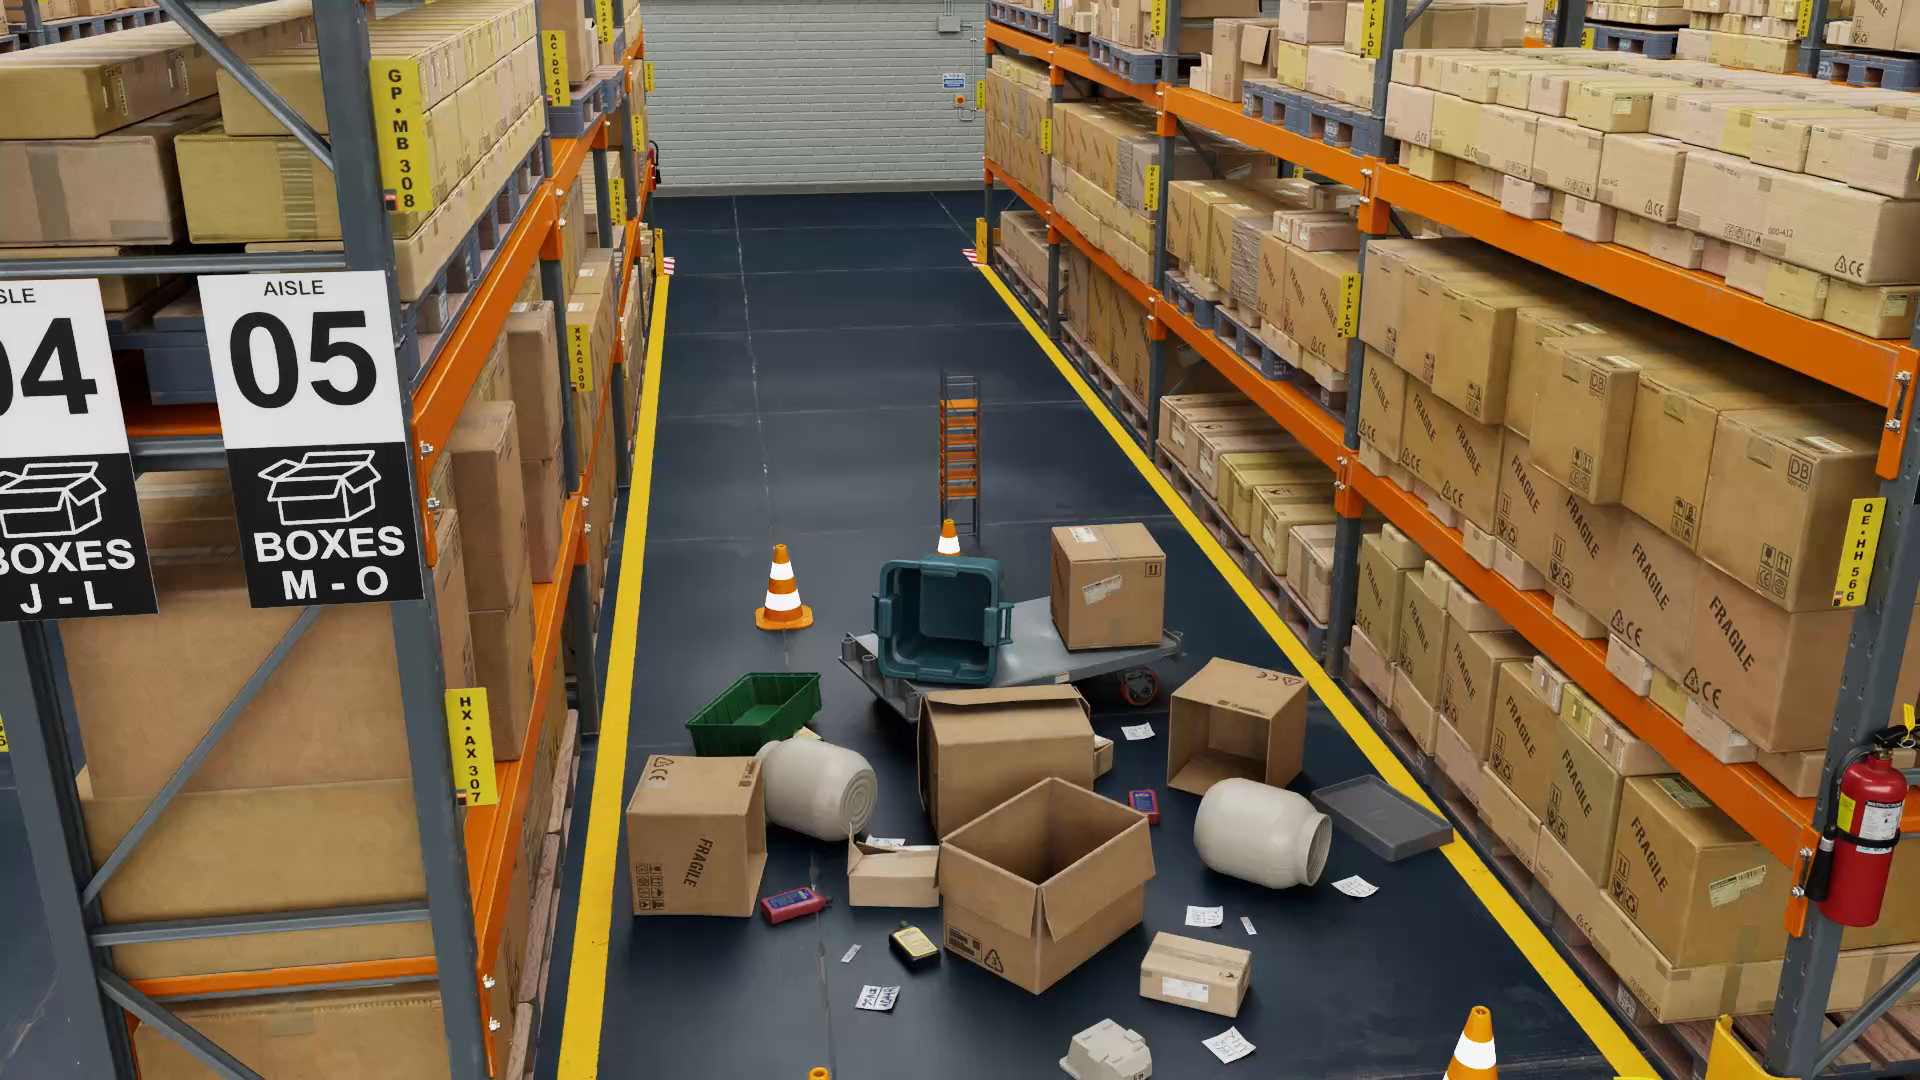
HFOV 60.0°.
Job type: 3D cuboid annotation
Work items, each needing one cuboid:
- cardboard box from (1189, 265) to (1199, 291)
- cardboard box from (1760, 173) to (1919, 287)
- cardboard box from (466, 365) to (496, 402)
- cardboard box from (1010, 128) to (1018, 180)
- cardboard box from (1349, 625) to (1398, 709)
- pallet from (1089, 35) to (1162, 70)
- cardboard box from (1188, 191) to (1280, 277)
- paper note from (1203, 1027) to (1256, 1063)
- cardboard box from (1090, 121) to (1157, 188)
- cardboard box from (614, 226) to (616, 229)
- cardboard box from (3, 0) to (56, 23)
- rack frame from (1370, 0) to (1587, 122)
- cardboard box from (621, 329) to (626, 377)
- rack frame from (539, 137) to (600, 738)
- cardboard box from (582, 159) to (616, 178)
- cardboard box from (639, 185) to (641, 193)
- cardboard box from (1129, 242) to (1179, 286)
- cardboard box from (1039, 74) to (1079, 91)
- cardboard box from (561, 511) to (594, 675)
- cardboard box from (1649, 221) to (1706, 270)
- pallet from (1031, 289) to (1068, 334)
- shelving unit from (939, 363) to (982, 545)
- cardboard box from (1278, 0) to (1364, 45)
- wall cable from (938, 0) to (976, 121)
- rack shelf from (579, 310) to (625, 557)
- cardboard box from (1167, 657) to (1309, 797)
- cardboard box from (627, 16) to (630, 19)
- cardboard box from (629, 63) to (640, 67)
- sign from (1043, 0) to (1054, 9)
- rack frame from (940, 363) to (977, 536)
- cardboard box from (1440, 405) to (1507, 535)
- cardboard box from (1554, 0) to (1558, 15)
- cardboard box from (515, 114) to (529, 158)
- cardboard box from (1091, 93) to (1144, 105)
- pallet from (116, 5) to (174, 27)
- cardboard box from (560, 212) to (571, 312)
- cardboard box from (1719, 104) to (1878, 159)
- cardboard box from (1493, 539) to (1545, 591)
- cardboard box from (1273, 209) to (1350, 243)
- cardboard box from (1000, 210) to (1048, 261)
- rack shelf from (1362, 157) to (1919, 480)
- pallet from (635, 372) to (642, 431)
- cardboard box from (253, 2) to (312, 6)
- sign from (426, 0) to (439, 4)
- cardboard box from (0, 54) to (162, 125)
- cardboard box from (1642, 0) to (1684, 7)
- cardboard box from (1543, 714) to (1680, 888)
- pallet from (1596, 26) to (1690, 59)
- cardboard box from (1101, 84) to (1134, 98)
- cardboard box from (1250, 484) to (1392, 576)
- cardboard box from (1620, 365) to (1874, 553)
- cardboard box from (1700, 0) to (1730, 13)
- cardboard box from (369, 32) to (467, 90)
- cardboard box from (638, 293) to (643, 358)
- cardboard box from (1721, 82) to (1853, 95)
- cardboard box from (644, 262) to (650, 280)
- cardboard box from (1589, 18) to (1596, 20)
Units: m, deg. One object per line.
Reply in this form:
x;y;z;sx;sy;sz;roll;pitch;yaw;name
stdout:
1.817;-1.824;11.572;0.380;0.149;0.250;-4;21;-11;cardboard box
2.766;-0.932;4.926;0.500;0.250;0.500;-3;21;-8;cardboard box
-2.115;-0.279;5.919;0.875;0.550;0.500;-3;21;-8;cardboard box
0.829;-4.177;17.969;0.500;0.500;0.500;-2;21;-6;cardboard box
2.347;0.630;8.571;0.500;0.250;0.500;-4;21;-10;cardboard box
1.643;-3.988;13.589;1.003;0.211;1.213;-2;21;-5;pallet
1.871;-2.099;11.381;0.500;0.500;0.500;-2;21;-5;cardboard box
1.000;1.870;6.166;0.148;0.019;0.142;-11;23;-26;paper note
1.406;-3.270;14.112;0.500;0.500;0.500;-3;21;-9;cardboard box
-3.064;-2.665;13.823;0.380;0.149;0.250;-2;21;-5;cardboard box
-8.603;-4.912;14.909;0.700;0.500;0.500;-4;21;-11;cardboard box
2.529;-3.489;7.697;1.000;3.000;0.127;-3;21;-8;rack frame
-2.791;-1.407;12.597;0.500;0.250;0.500;-4;21;-10;cardboard box
-2.354;-0.394;7.985;1.000;3.000;0.127;-3;21;-8;rack frame
-3.182;-3.210;14.433;0.380;0.149;0.250;-4;21;-9;cardboard box
-3.463;-3.615;16.966;0.380;0.149;0.250;-2;21;-5;cardboard box
1.623;-2.156;12.915;0.500;0.250;0.500;-4;21;-10;cardboard box
1.006;-4.629;16.823;0.380;0.149;0.250;-3;21;-8;cardboard box
-2.533;0.252;8.868;1.050;0.750;0.750;-3;21;-8;cardboard box
2.651;-1.044;5.796;0.380;0.149;0.250;-3;21;-8;cardboard box
1.344;-2.410;17.366;1.003;0.211;1.213;-3;21;-8;pallet
0.002;-0.557;10.993;0.258;1.200;0.189;-3;21;-8;shelving unit
2.151;-2.991;9.550;0.500;0.250;0.500;-3;21;-7;cardboard box
-0.036;-7.275;24.912;0.585;1.953;0.123;-3;21;-8;wall cable
-2.643;-0.750;9.965;1.077;0.370;4.000;-3;21;-8;rack shelf
1.337;0.930;8.007;0.500;0.500;0.500;12;24;29;cardboard box
-3.394;-4.846;15.830;0.500;0.250;0.500;-3;21;-9;cardboard box
-3.699;-4.882;18.004;0.500;0.500;0.500;-4;21;-10;cardboard box
0.827;-5.105;15.457;0.100;0.325;0.005;-3;21;-8;sign
-0.011;-0.589;11.078;0.240;1.200;0.006;-3;21;-8;rack frame
2.472;-0.352;7.302;0.500;0.500;0.500;-3;21;-8;cardboard box
5.937;-5.108;15.934;0.380;0.149;0.250;-3;21;-7;cardboard box
-1.873;-1.550;6.408;0.380;0.149;0.250;-3;21;-8;cardboard box
1.547;-4.141;16.445;0.500;0.500;0.500;-3;21;-7;cardboard box
-8.890;-5.441;17.337;1.003;0.211;1.213;-3;21;-8;pallet
-2.652;-1.609;9.665;0.700;0.500;0.500;-3;21;-8;cardboard box
2.725;-1.326;5.413;0.380;0.149;0.250;-3;21;-7;cardboard box
2.497;0.093;7.039;0.380;0.149;0.250;-3;21;-8;cardboard box
2.064;-1.846;9.776;0.380;0.149;0.250;-4;21;-10;cardboard box
0.994;-3.607;19.647;0.875;0.438;0.875;-4;21;-10;cardboard box
2.818;-1.055;6.494;1.077;0.370;4.000;-3;21;-8;rack shelf
-3.215;-1.165;14.034;1.003;0.211;1.213;-3;21;-8;pallet
-2.600;-2.067;6.653;0.380;0.149;0.250;-3;21;-8;cardboard box
-3.468;-3.400;11.006;0.100;0.325;0.005;-3;21;-8;sign
-2.197;-1.100;4.063;0.380;0.149;0.250;-3;21;-7;cardboard box
6.177;-4.715;14.457;0.380;0.149;0.250;-3;21;-7;cardboard box
2.654;1.001;6.506;0.500;0.500;0.500;-2;21;-6;cardboard box
6.465;-4.429;14.770;1.213;0.211;1.003;-3;21;-8;pallet
1.587;-4.390;16.185;0.380;0.149;0.250;-3;21;-9;cardboard box
2.344;-0.075;10.285;0.950;0.372;0.625;-2;21;-4;cardboard box
2.751;-0.290;5.709;0.700;0.500;0.500;-3;21;-7;cardboard box
6.373;-4.443;13.756;0.380;0.149;0.250;-3;21;-9;cardboard box
-1.657;-1.398;4.860;0.380;0.149;0.250;-3;21;-9;cardboard box
-3.152;-1.946;15.113;0.500;0.500;0.500;-3;21;-9;cardboard box
3.068;-1.617;6.190;0.380;0.149;0.250;-2;21;-7;cardboard box
-3.476;-2.839;17.580;0.380;0.149;0.250;-3;21;-7;cardboard box
6.496;-5.364;16.794;0.500;0.250;0.500;-3;21;-9;cardboard box
